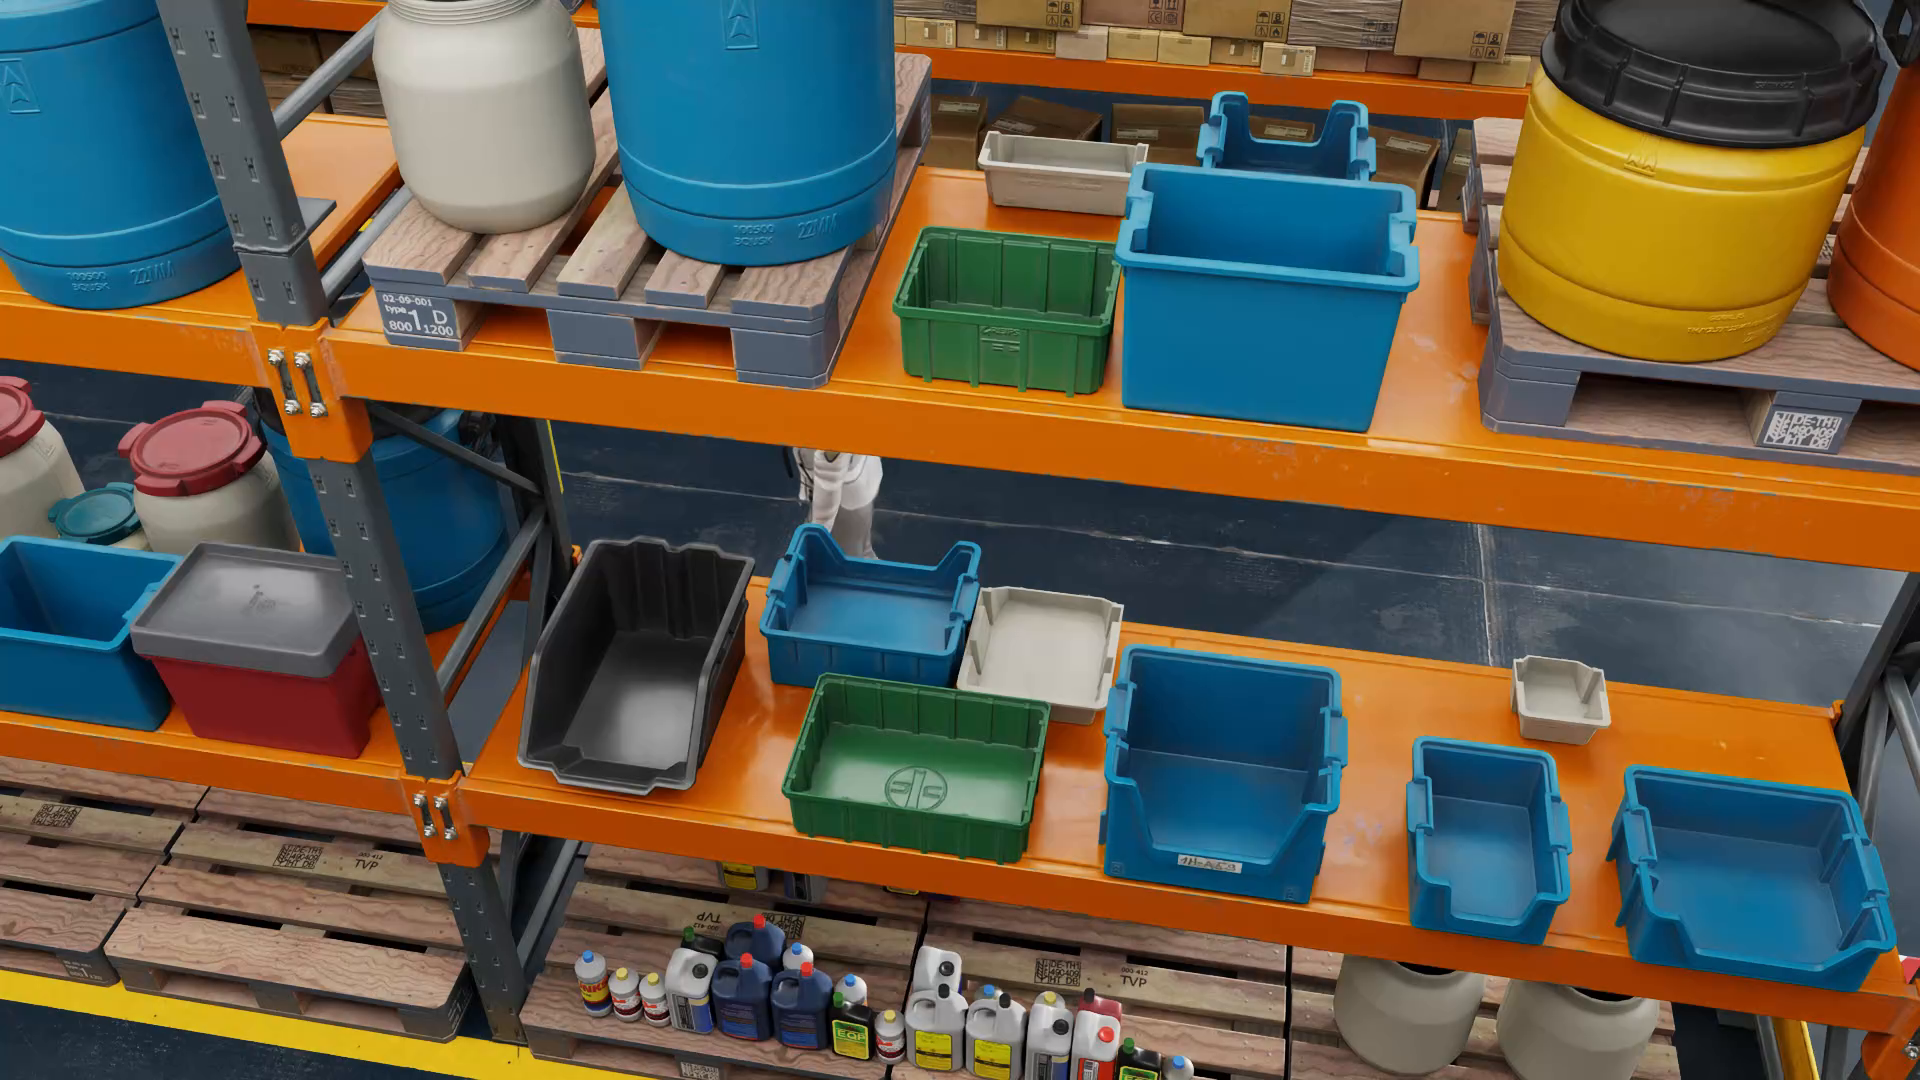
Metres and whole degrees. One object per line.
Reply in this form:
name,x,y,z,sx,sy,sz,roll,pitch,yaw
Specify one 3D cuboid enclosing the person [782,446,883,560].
person,-0.458,-0.162,6.330,0.348,1.687,0.473,7,41,8
